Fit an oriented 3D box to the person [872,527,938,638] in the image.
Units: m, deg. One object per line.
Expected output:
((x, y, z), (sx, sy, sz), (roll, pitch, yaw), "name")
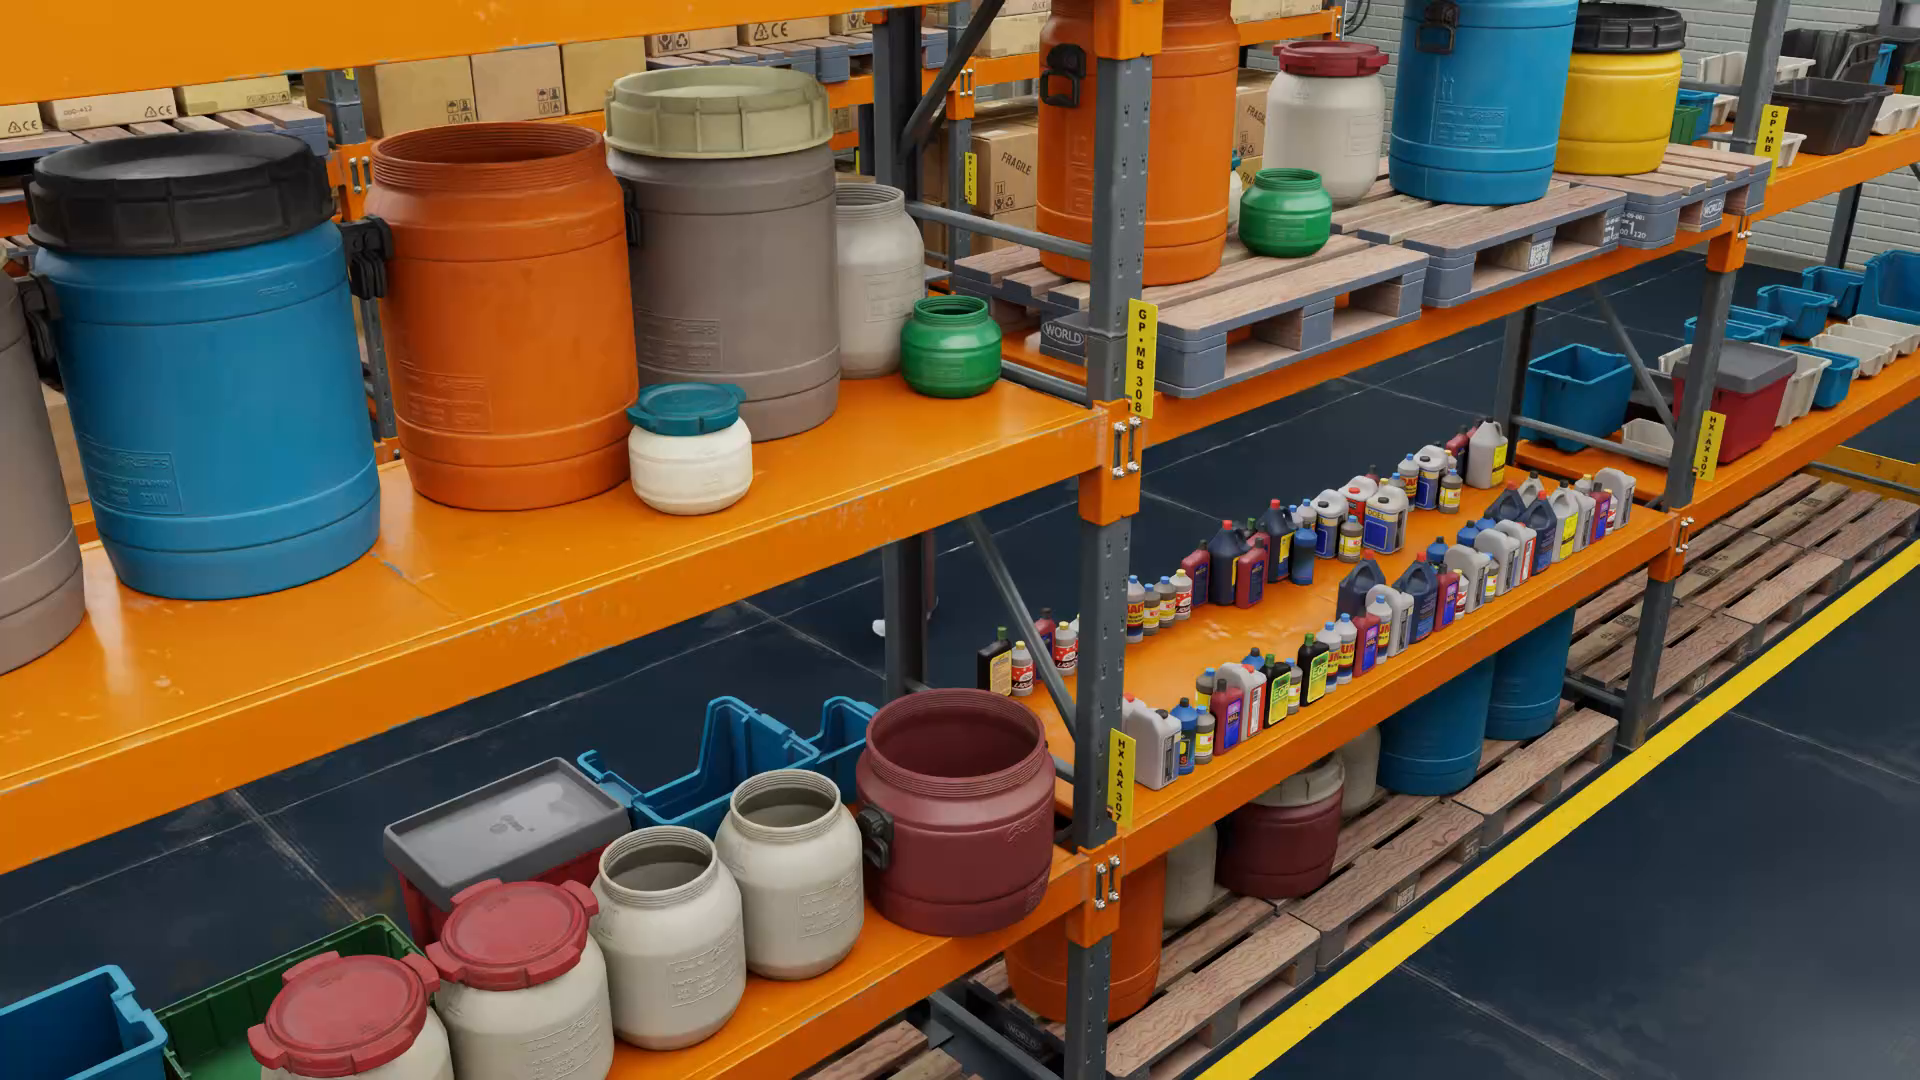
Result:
((-0.278, -0.279, 9.216), (0.544, 1.667, 0.607), (-4, 25, -8), "person")
